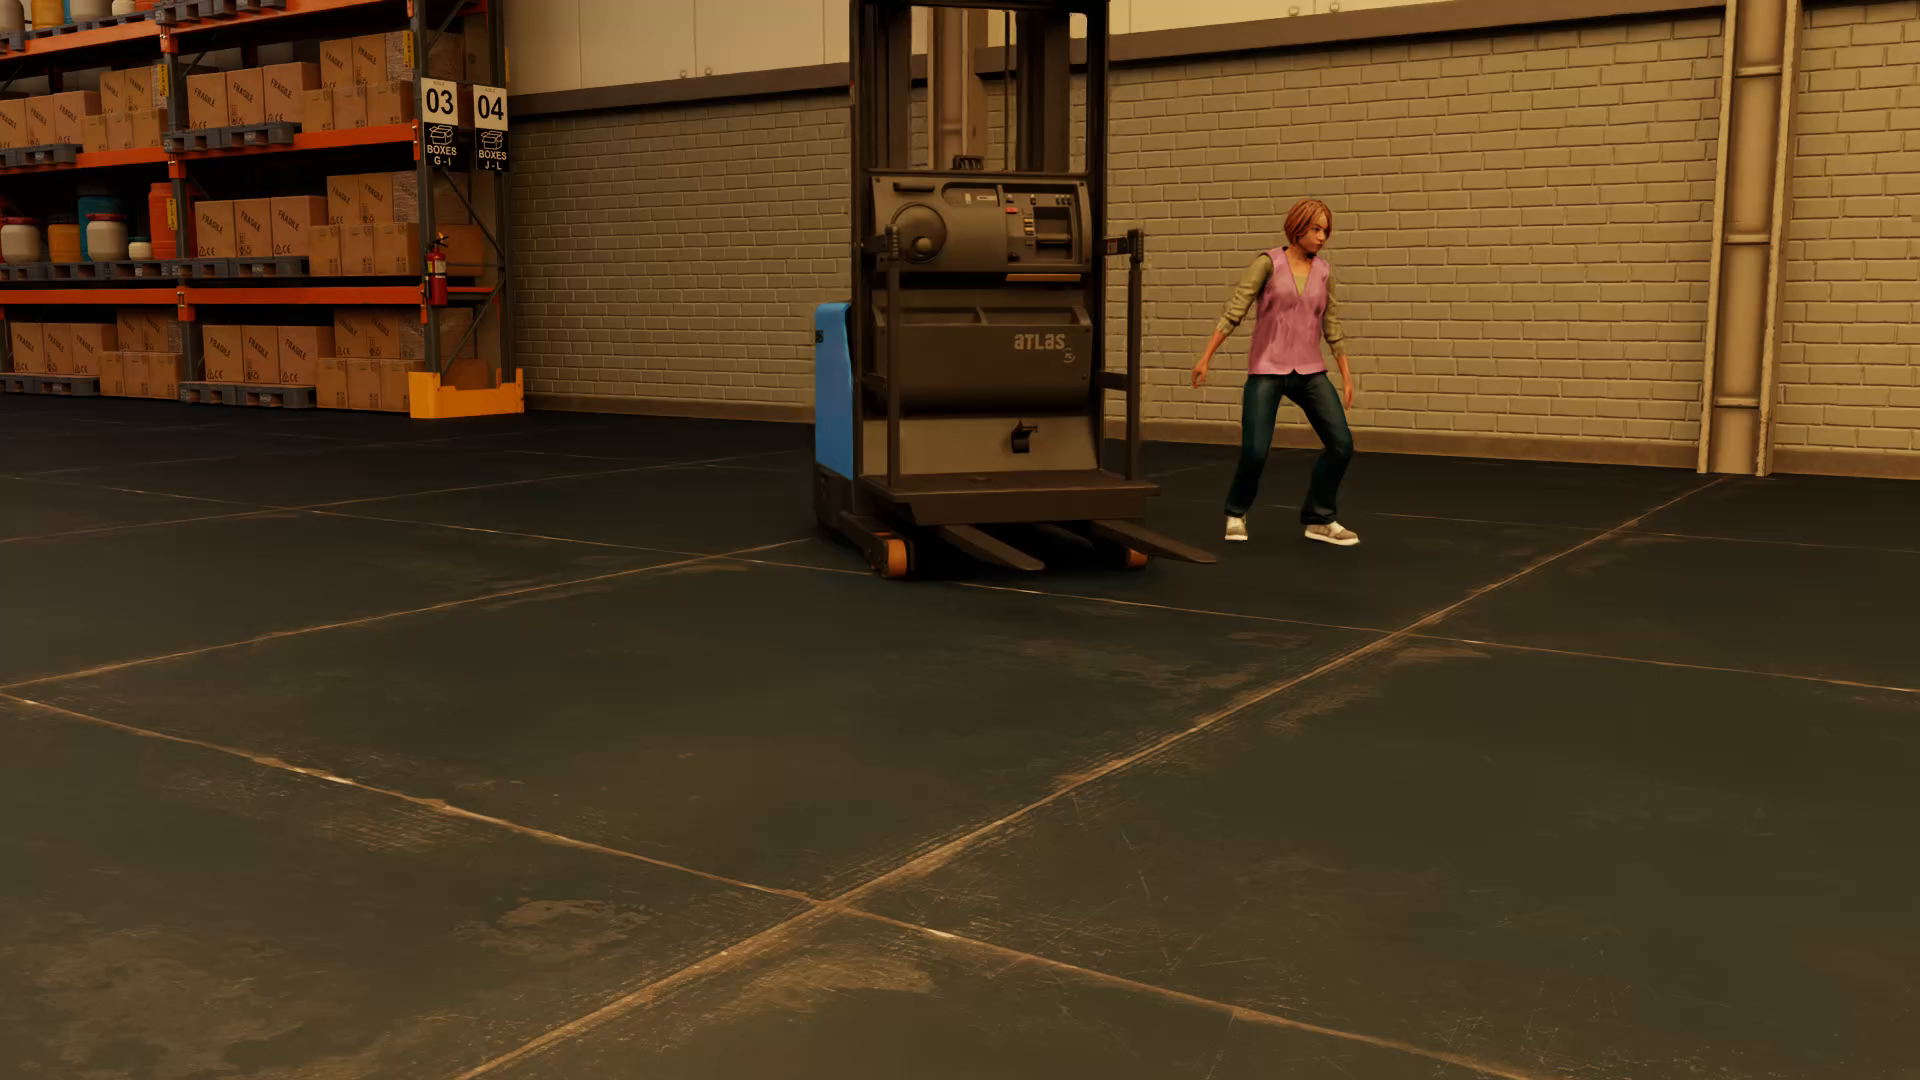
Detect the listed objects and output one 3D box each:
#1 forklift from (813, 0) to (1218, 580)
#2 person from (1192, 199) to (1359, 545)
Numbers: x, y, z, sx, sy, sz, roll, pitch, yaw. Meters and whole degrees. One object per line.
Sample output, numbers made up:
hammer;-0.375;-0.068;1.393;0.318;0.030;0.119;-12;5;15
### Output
forklift;0.152;-1.354;6.715;1.130;2.935;3.031;-2;8;-15
person;1.412;-0.739;7.440;0.744;1.524;0.441;-1;8;-6
